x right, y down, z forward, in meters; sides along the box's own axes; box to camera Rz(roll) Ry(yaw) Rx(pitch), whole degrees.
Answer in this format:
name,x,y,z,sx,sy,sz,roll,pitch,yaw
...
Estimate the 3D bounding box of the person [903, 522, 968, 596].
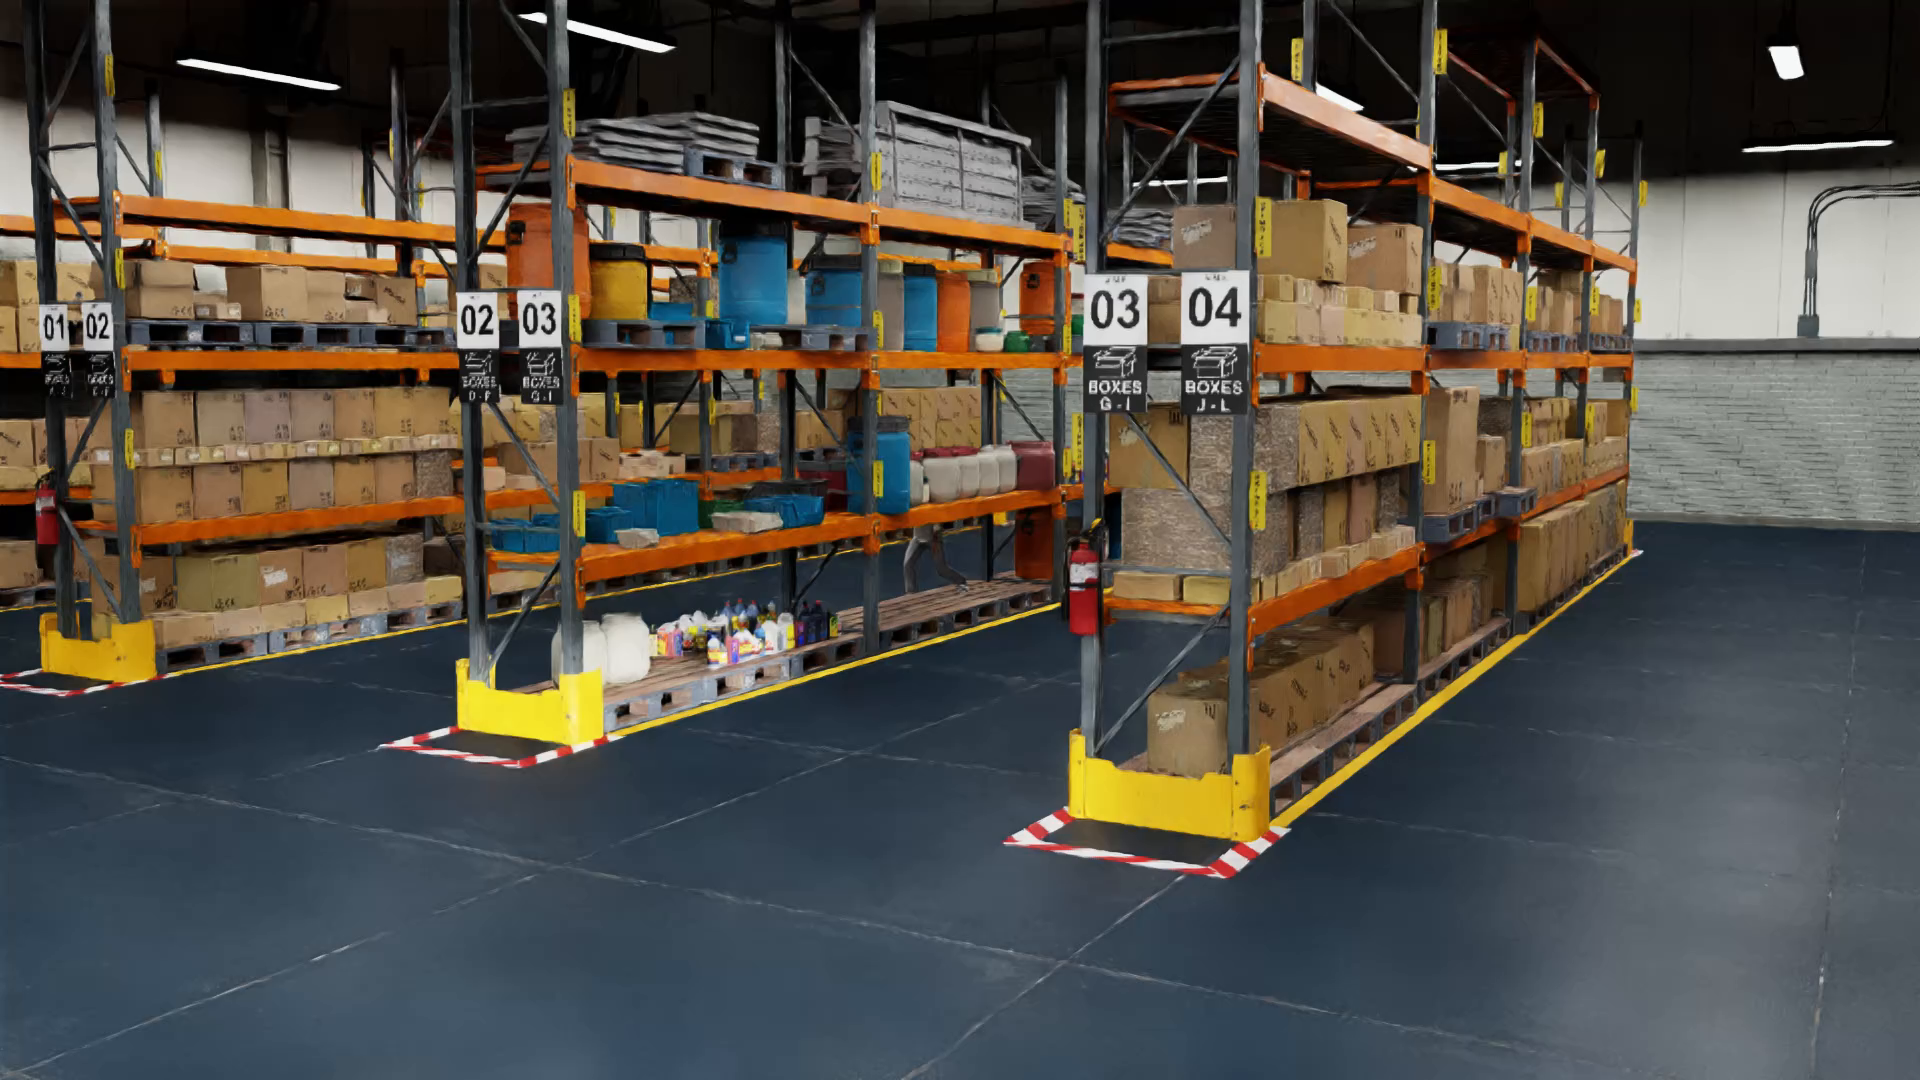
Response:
name,x,y,z,sx,sy,sz,roll,pitch,yaw
person,-0.311,-0.014,18.091,0.879,1.532,0.457,-5,8,-39
